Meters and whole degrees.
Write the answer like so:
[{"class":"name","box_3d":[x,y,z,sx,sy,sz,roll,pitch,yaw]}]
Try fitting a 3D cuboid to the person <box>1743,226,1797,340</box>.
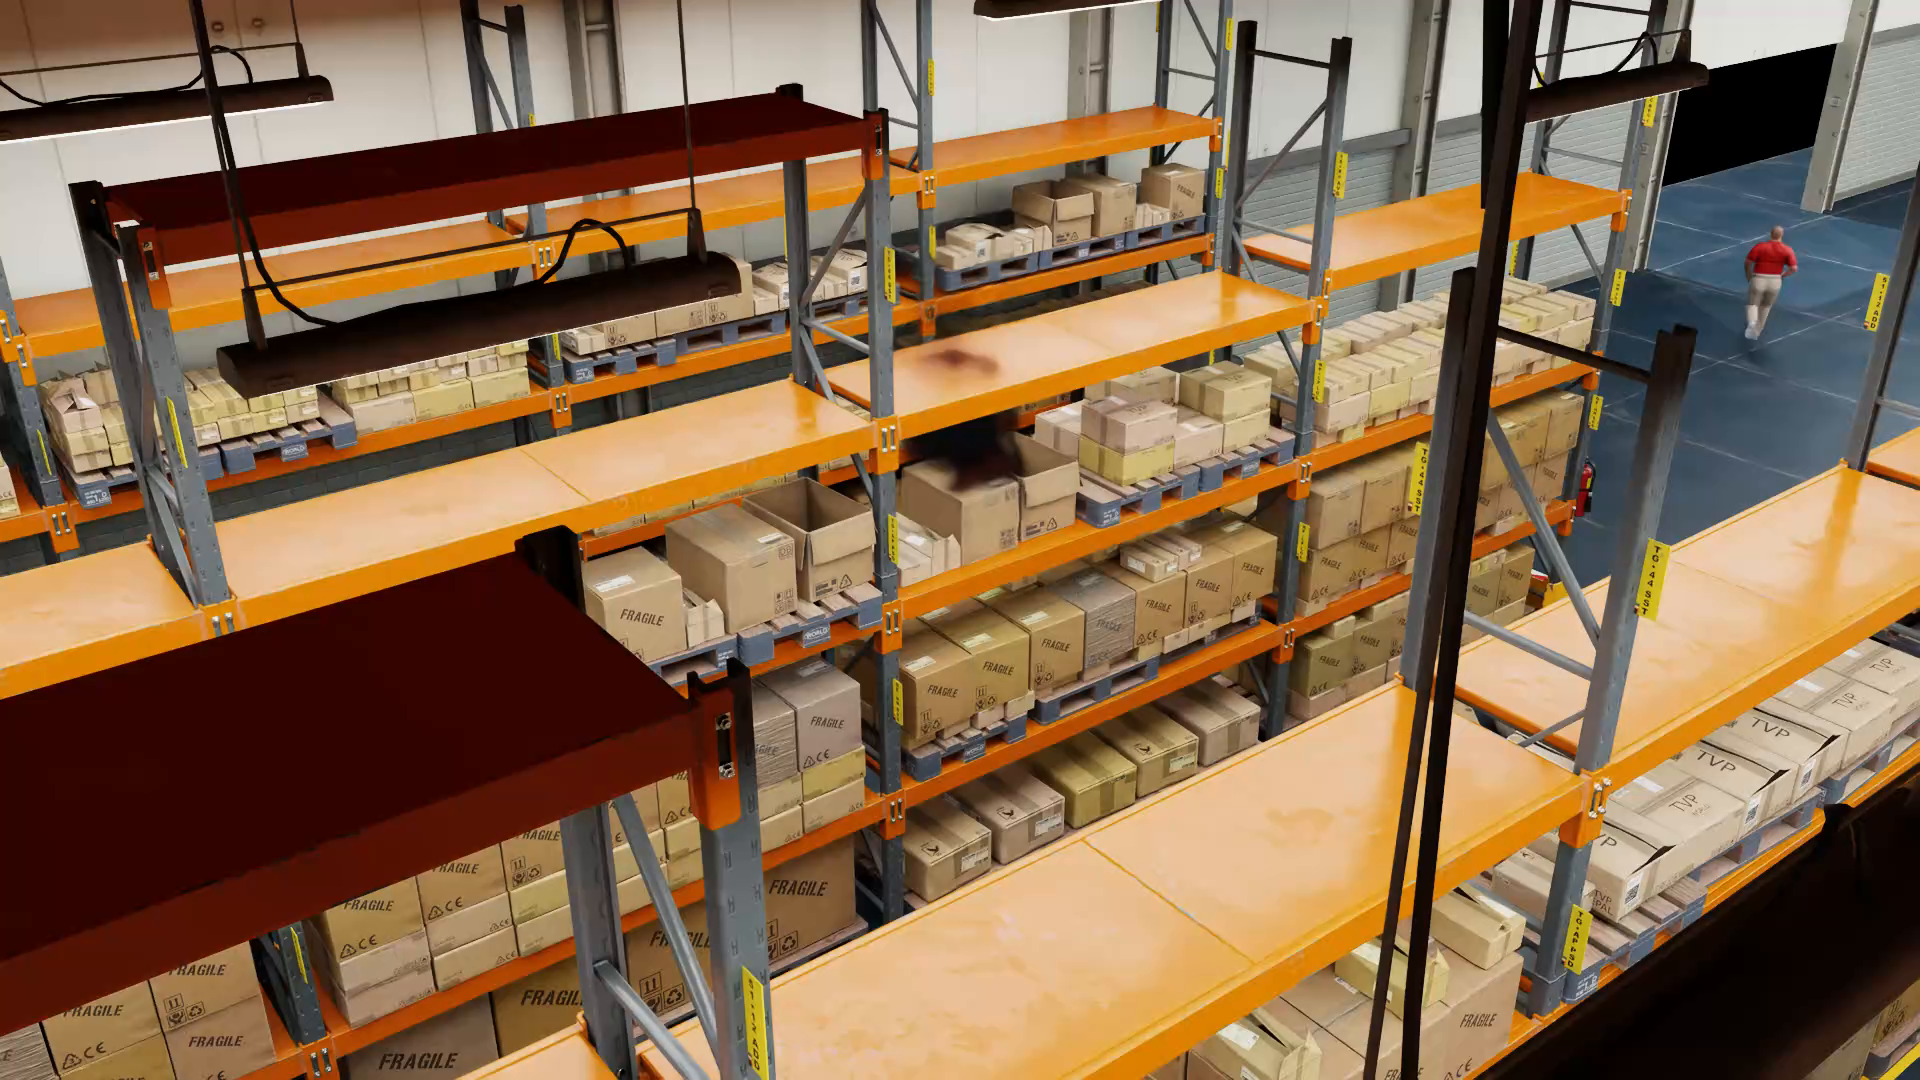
[{"class":"person","box_3d":[11.423,-3.621,23.588,0.686,1.682,0.653,9,27,17]}]
